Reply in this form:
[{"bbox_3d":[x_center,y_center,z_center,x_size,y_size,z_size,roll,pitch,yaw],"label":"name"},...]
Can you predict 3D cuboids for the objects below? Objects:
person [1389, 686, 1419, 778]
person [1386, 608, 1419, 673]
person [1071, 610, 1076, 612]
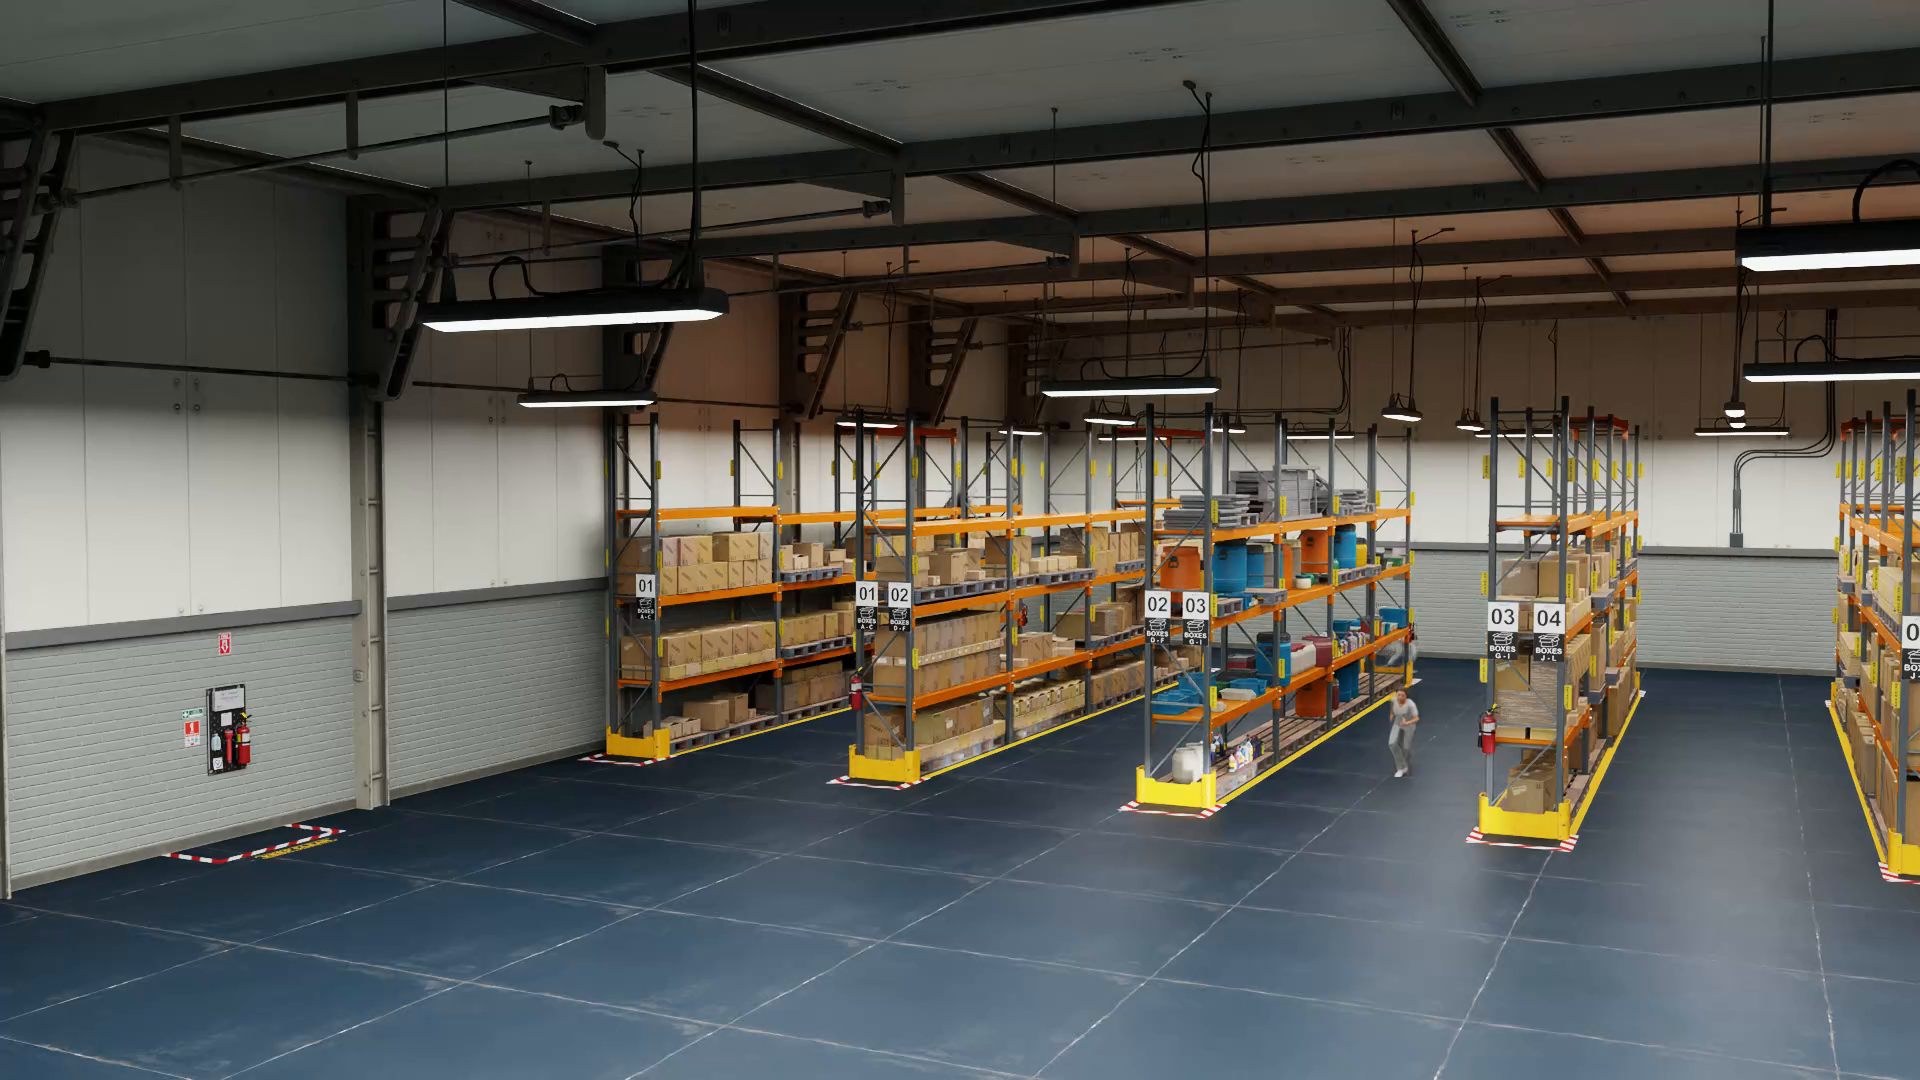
[{"bbox_3d":[7.278,3.087,27.196,0.576,1.498,1.059,1,3,29],"label":"person"},{"bbox_3d":[10.984,2.481,41.221,0.651,1.598,0.808,-2,3,-44],"label":"person"},{"bbox_3d":[2.691,2.492,38.870,0.692,1.722,0.646,-2,3,-44],"label":"person"}]
